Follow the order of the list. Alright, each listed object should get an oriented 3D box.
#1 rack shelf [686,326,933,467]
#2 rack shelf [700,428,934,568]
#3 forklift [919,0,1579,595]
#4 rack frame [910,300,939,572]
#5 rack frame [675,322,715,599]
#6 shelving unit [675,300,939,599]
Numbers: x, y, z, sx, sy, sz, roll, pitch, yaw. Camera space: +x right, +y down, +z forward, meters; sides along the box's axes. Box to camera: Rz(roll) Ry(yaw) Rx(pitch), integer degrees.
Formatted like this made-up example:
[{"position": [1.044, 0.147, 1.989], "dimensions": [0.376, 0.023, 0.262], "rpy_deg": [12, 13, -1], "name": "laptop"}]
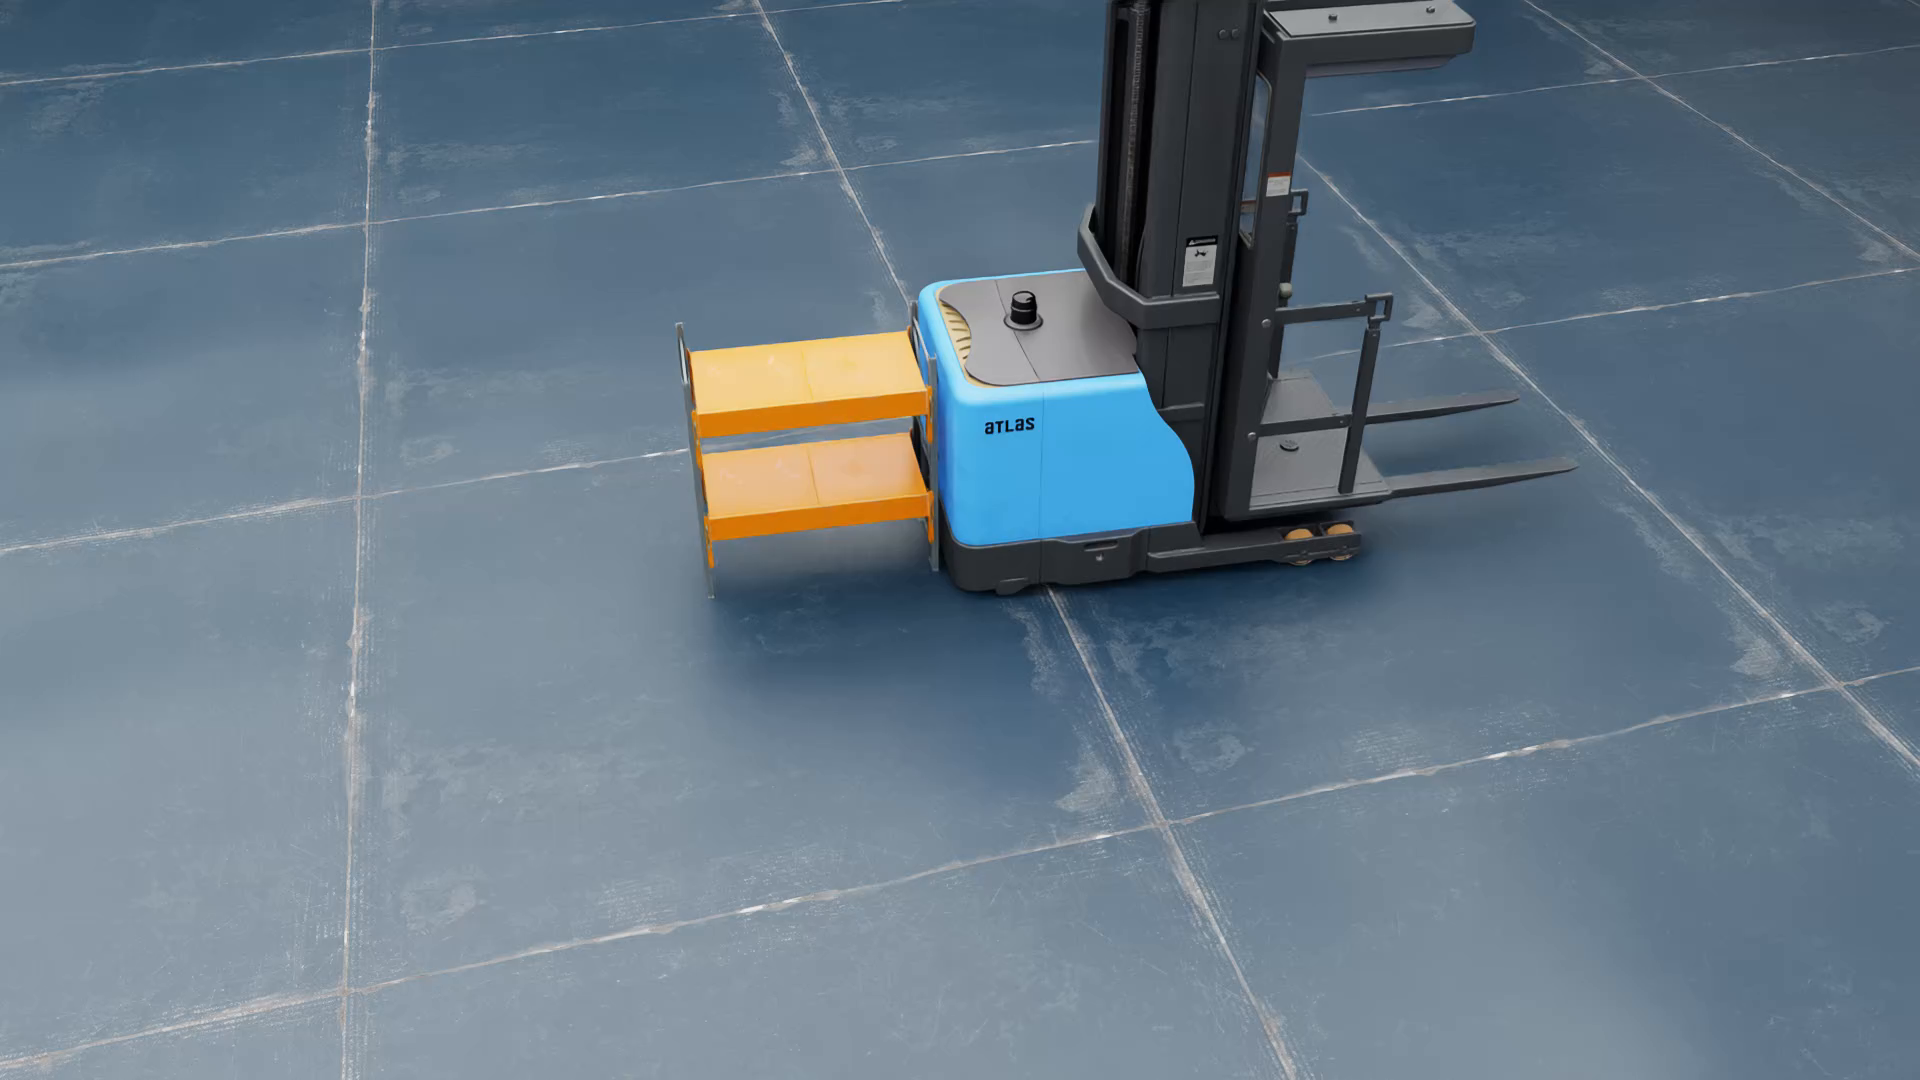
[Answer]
[{"position": [-0.656, -0.625, 7.159], "dimensions": [1.000, 0.278, 0.538], "rpy_deg": [-7, 38, -9], "name": "rack shelf"}, {"position": [-0.656, -0.198, 7.486], "dimensions": [1.000, 0.278, 0.538], "rpy_deg": [-7, 38, -9], "name": "rack shelf"}, {"position": [1.370, -1.357, 7.112], "dimensions": [3.031, 2.935, 1.130], "rpy_deg": [-7, 38, -9], "name": "forklift"}, {"position": [-0.157, -0.451, 7.414], "dimensions": [0.032, 1.125, 0.500], "rpy_deg": [-7, 38, -9], "name": "rack frame"}, {"position": [-1.155, -0.334, 7.260], "dimensions": [0.032, 1.125, 0.500], "rpy_deg": [-7, 38, -9], "name": "rack frame"}, {"position": [-0.656, -0.392, 7.337], "dimensions": [1.048, 1.125, 0.538], "rpy_deg": [-7, 38, -9], "name": "shelving unit"}]
